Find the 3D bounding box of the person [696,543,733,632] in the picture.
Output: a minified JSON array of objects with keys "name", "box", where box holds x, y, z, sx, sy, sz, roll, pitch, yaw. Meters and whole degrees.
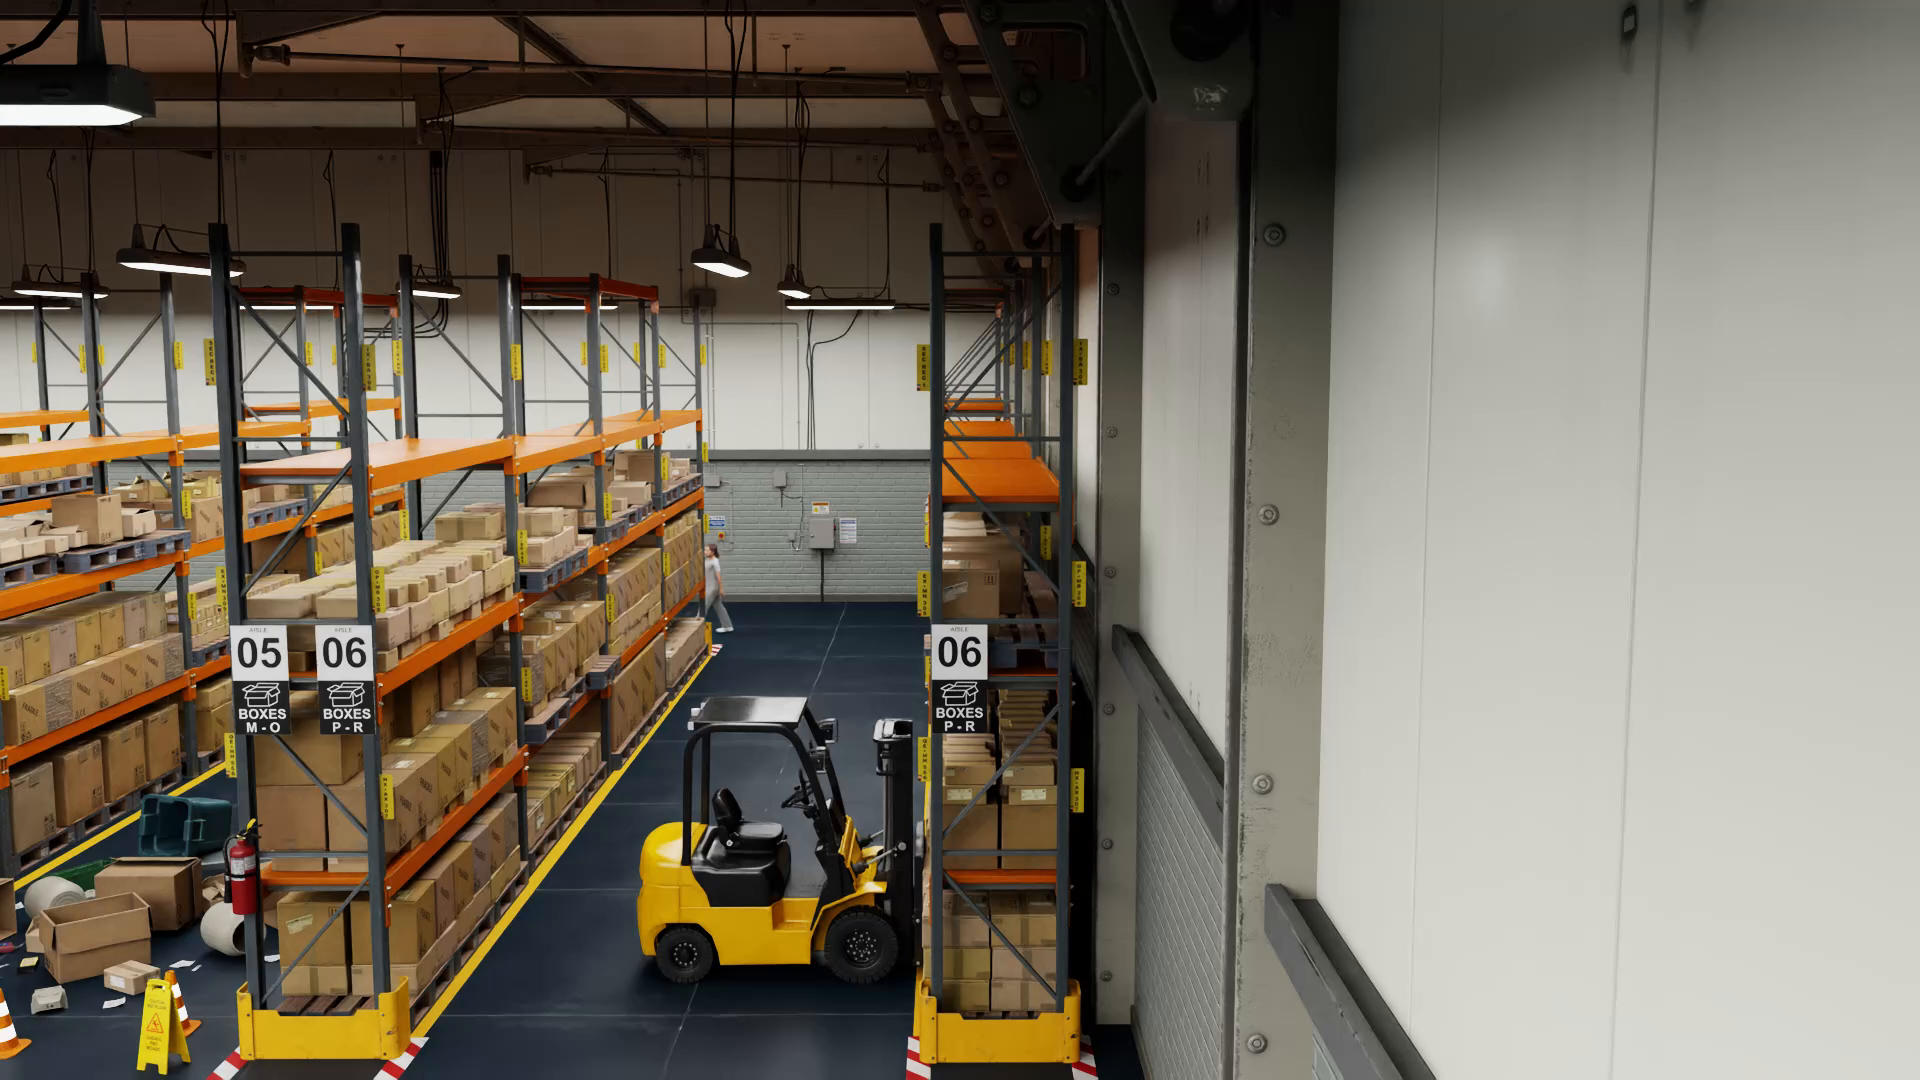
[{"name":"person","box":[-4.536,0.871,29.779,0.964,1.626,0.470,-3,7,-24]}]
